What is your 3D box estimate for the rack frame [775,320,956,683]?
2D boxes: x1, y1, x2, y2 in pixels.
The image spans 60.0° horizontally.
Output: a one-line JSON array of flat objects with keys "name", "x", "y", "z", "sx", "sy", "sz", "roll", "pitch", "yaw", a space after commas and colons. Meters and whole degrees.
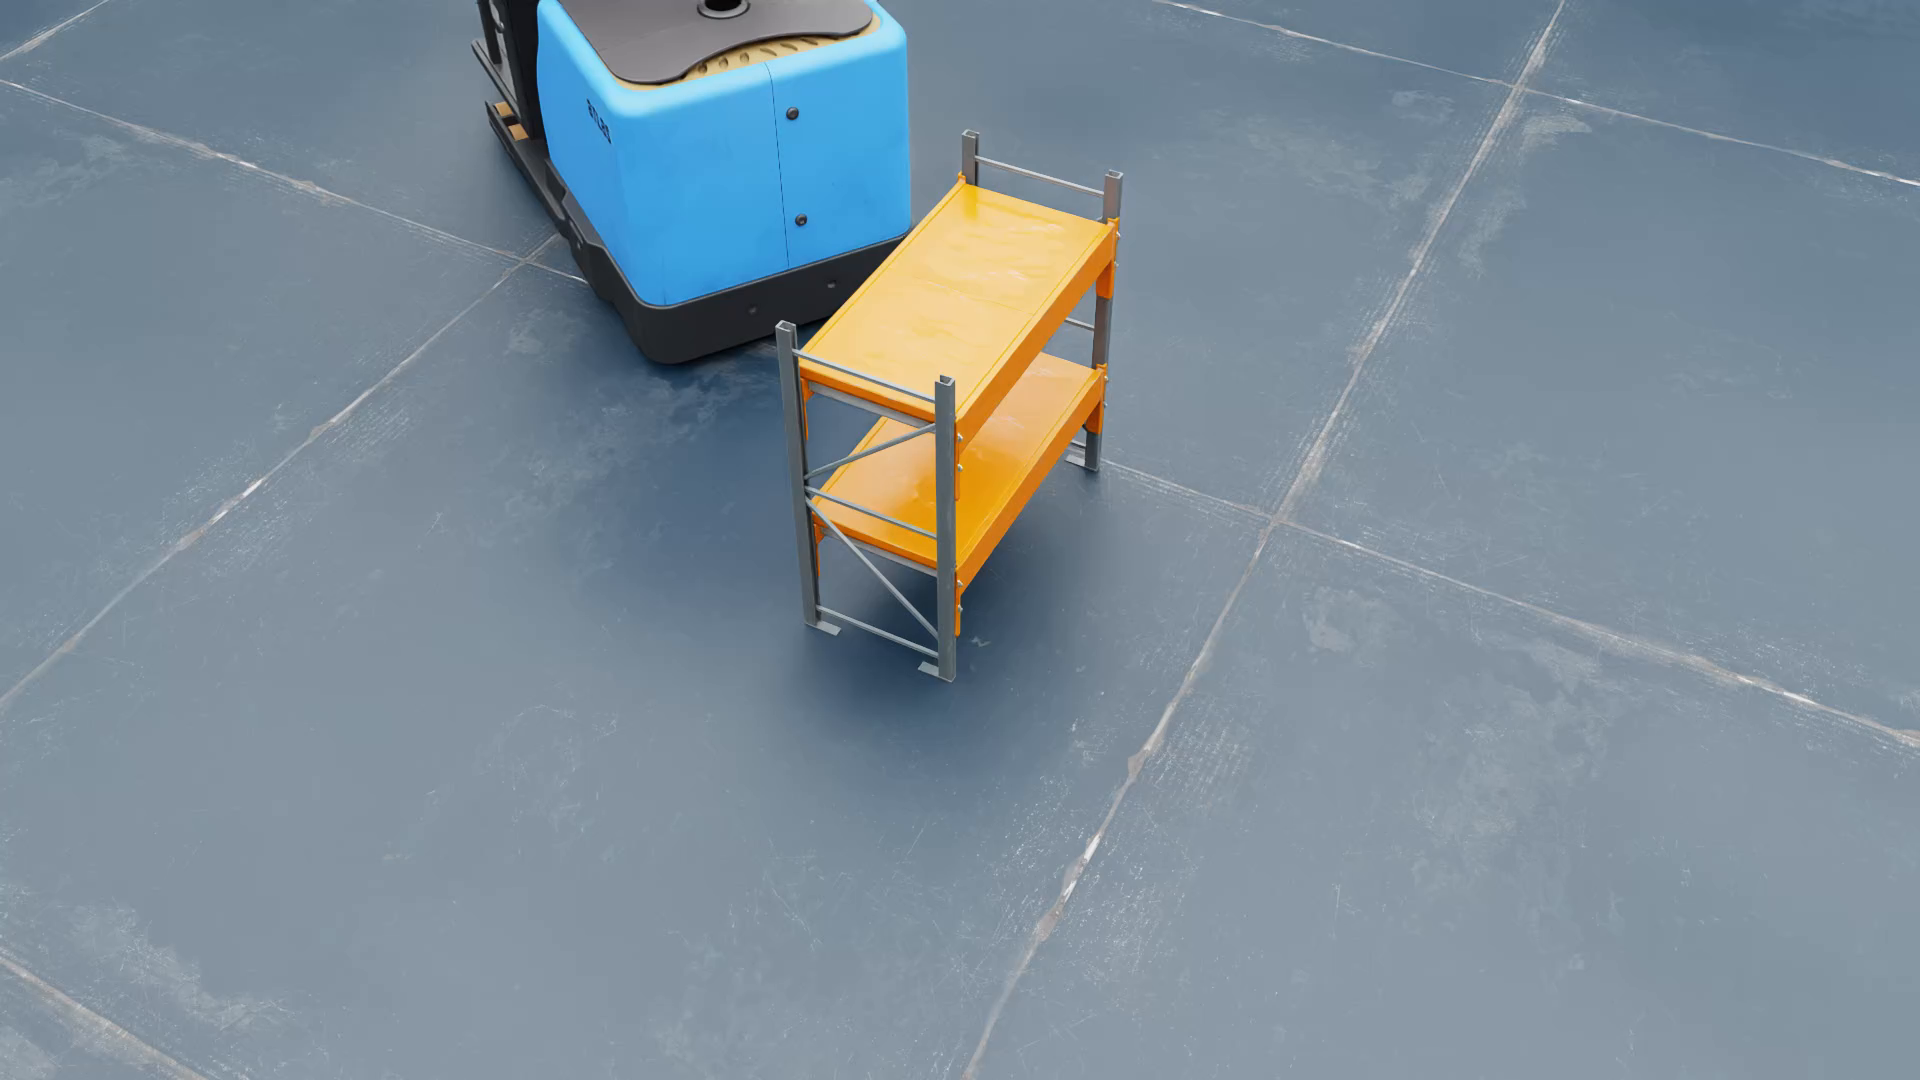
[{"name": "rack frame", "x": -0.239, "y": -0.071, "z": 4.529, "sx": 0.500, "sy": 1.125, "sz": 0.032, "roll": 20, "pitch": 49, "yaw": 19}]

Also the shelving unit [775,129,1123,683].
[{"name": "shelving unit", "x": -0.003, "y": -0.391, "z": 4.846, "sx": 0.538, "sy": 1.125, "sz": 1.048, "roll": 20, "pitch": 49, "yaw": 19}]

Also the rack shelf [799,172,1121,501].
[{"name": "rack shelf", "x": -0.003, "y": -0.597, "z": 4.638, "sx": 0.538, "sy": 0.278, "sz": 1.000, "roll": 20, "pitch": 49, "yaw": 19}]

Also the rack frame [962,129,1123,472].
[{"name": "rack frame", "x": 0.233, "y": -0.711, "z": 5.162, "sx": 0.500, "sy": 1.125, "sz": 0.032, "roll": 20, "pitch": 49, "yaw": 19}]

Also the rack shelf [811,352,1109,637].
[{"name": "rack shelf", "x": -0.003, "y": -0.219, "z": 5.020, "sx": 0.538, "sy": 0.278, "sz": 1.000, "roll": 20, "pitch": 49, "yaw": 19}]

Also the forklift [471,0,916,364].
[{"name": "forklift", "x": -1.290, "y": -2.688, "z": 5.846, "sx": 1.130, "sy": 2.935, "sz": 3.031, "roll": -21, "pitch": 49, "yaw": -19}]
